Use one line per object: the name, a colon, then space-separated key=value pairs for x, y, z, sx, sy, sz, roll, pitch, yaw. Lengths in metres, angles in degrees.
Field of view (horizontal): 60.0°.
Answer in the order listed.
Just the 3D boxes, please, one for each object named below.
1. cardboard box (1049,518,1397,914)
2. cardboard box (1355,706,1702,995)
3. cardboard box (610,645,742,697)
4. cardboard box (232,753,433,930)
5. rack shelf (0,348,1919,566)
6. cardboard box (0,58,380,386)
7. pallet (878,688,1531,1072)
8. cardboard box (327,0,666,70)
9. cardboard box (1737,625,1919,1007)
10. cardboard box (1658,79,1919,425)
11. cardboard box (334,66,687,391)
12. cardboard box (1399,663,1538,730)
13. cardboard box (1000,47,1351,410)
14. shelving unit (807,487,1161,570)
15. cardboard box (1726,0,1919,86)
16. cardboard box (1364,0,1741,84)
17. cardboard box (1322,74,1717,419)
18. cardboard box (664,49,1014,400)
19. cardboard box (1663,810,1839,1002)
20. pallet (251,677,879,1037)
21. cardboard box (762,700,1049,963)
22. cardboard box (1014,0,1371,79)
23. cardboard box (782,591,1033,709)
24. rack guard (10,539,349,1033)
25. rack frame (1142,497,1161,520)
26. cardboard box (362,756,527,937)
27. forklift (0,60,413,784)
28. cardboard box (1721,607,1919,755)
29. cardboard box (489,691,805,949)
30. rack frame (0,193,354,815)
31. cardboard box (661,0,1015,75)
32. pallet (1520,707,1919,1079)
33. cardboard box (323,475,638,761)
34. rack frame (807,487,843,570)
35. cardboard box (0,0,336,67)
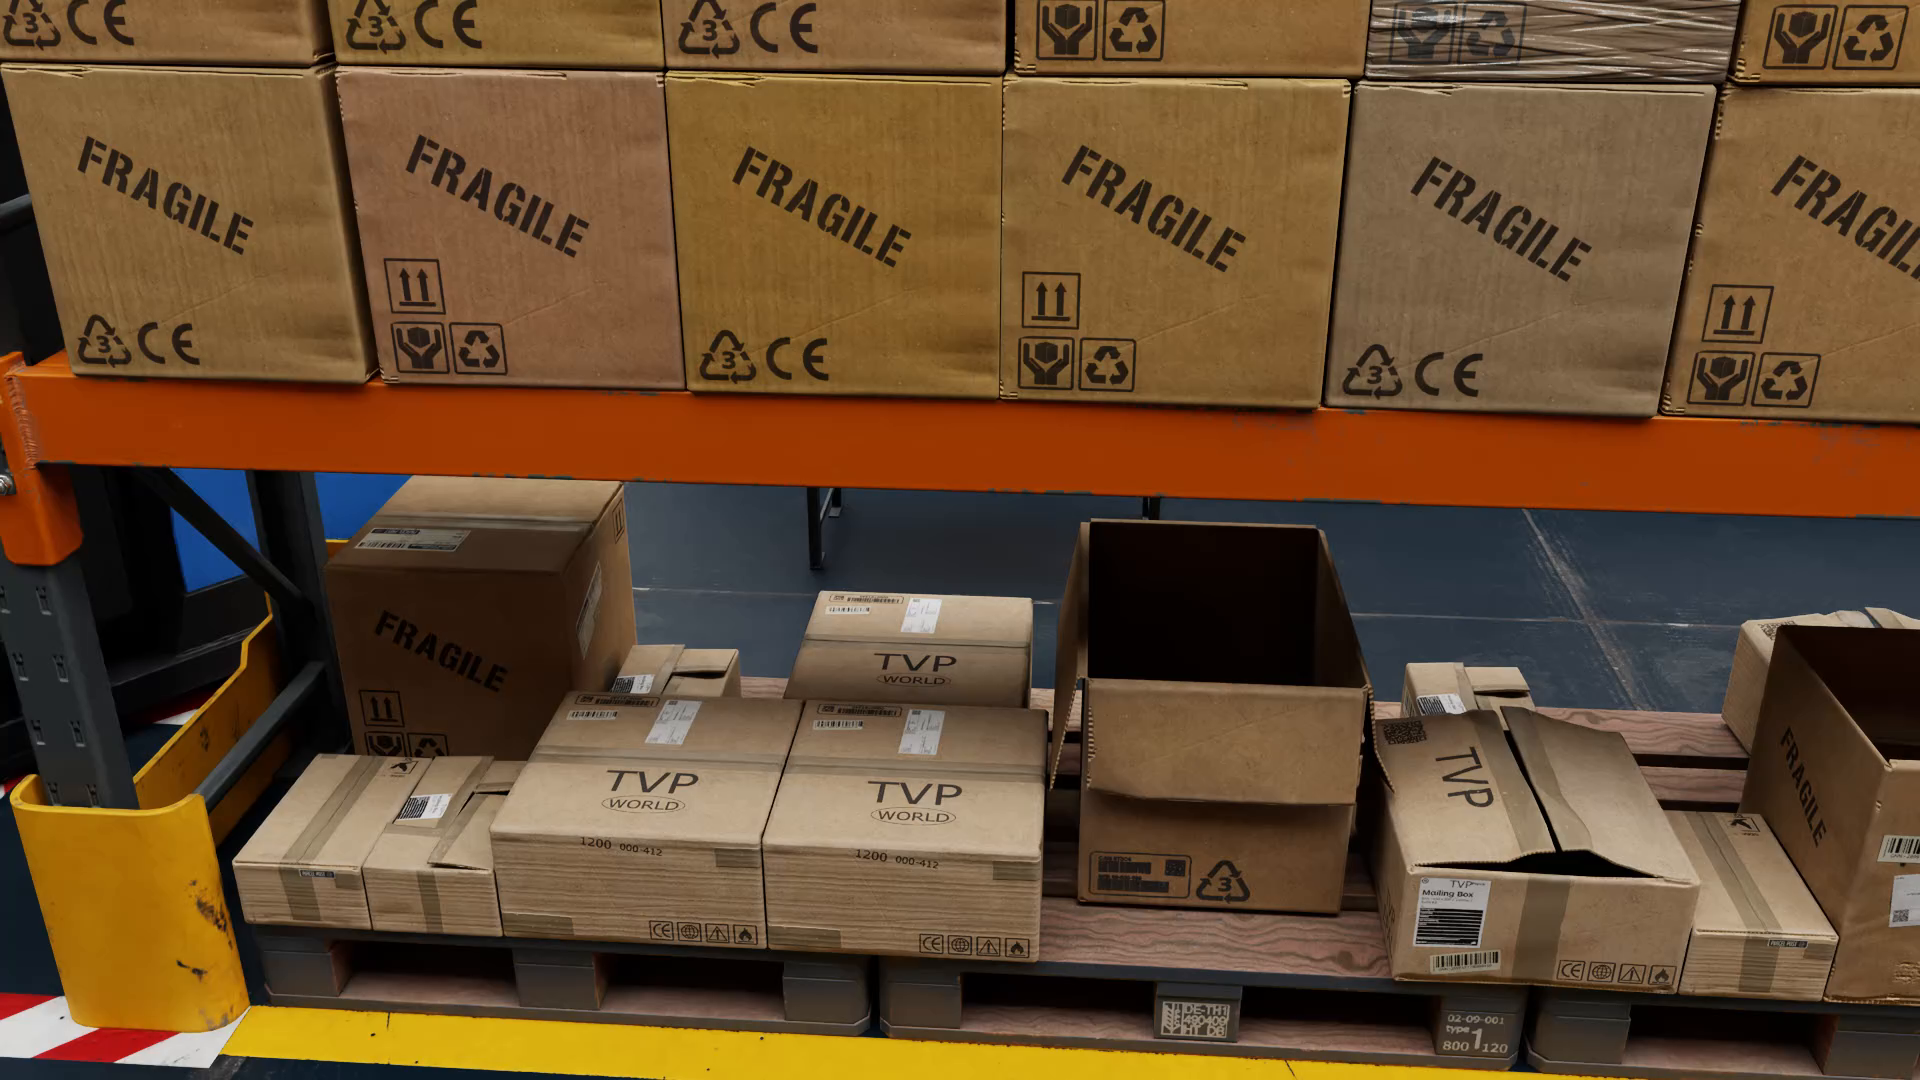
cardboard box: x=0.510 y=0.338 z=3.386 sx=0.637 sy=0.503 sz=0.797 roll=2 pitch=25 yaw=4
cardboard box: x=1.046 y=0.560 z=3.136 sx=0.500 sy=0.311 sz=0.500 roll=2 pitch=25 yaw=4
cardboard box: x=-0.647 y=0.387 z=3.685 sx=0.250 sy=0.166 sz=0.380 roll=2 pitch=25 yaw=4
cardboard box: x=-1.214 y=0.586 z=3.272 sx=0.250 sy=0.149 sz=0.380 roll=2 pitch=25 yaw=4
rack shelf: x=0.389 y=-0.275 z=3.120 sx=4.000 sy=0.370 sz=1.077 roll=2 pitch=25 yaw=4
cardboard box: x=-1.182 y=-0.587 z=2.818 sx=0.500 sy=0.500 sz=0.500 roll=2 pitch=25 yaw=5
pallet: x=0.479 y=0.669 z=3.545 sx=1.213 sy=0.211 sz=1.003 roll=2 pitch=25 yaw=4
cardboard box: x=-0.661 y=-1.028 z=2.580 sx=0.500 sy=0.500 sz=0.500 roll=2 pitch=25 yaw=5
cardboard box: x=1.794 y=0.498 z=3.044 sx=0.500 sy=0.500 sz=0.500 roll=2 pitch=25 yaw=4
cardboard box: x=1.351 y=-0.508 z=2.647 sx=0.500 sy=0.500 sz=0.500 roll=3 pitch=25 yaw=5
cardboard box: x=-0.668 y=-0.573 z=2.787 sx=0.500 sy=0.500 sz=0.500 roll=2 pitch=25 yaw=3
cardboard box: x=1.118 y=0.422 z=3.607 sx=0.250 sy=0.166 sz=0.380 roll=2 pitch=25 yaw=4
cardboard box: x=0.331 y=-0.539 z=2.713 sx=0.500 sy=0.500 sz=0.500 roll=2 pitch=25 yaw=5
shelving unit: x=0.085 y=-0.679 z=4.931 sx=1.048 sy=1.500 sz=0.538 roll=2 pitch=25 yaw=4
cardboard box: x=1.349 y=-0.961 z=2.435 sx=0.500 sy=0.500 sz=0.500 roll=1 pitch=25 yaw=3
cardboard box: x=0.846 y=-0.977 z=2.470 sx=0.500 sy=0.500 sz=0.500 roll=2 pitch=25 yaw=4
cardboard box: x=0.839 y=-0.524 z=2.680 sx=0.500 sy=0.500 sz=0.500 roll=2 pitch=25 yaw=5
cardboard box: x=-0.167 y=-0.556 z=2.750 sx=0.500 sy=0.500 sz=0.500 roll=2 pitch=25 yaw=4
cardboard box: x=1.415 y=0.670 z=3.089 sx=0.250 sy=0.149 sz=0.380 roll=2 pitch=25 yaw=4
pallet: x=-0.734 y=0.629 z=3.632 sx=1.213 sy=0.211 sz=1.003 roll=2 pitch=25 yaw=4
cardboard box: x=-0.087 y=0.551 z=3.227 sx=0.500 sy=0.250 sz=0.500 roll=2 pitch=25 yaw=4
cardboard box: x=0.344 y=-0.994 z=2.506 sx=0.500 sy=0.500 sz=0.500 roll=2 pitch=25 yaw=4
cardboard box: x=-0.099 y=0.341 z=3.684 sx=0.500 sy=0.250 sz=0.500 roll=2 pitch=25 yaw=4
rack guard: x=-1.529 y=0.472 z=3.626 sx=0.348 sy=0.500 sz=1.175 roll=2 pitch=25 yaw=4
rack frame: x=0.592 y=-0.662 z=4.895 sx=0.032 sy=1.500 sz=0.500 roll=2 pitch=25 yaw=4
cardboard box: x=-0.964 y=0.586 z=3.251 sx=0.250 sy=0.166 sz=0.380 roll=2 pitch=25 yaw=4
forklift: x=-2.640 y=-0.917 z=3.738 sx=1.130 sy=2.935 sz=3.031 roll=21 pitch=32 yaw=37
cardboard box: x=1.982 y=0.380 z=3.526 sx=0.500 sy=0.311 sz=0.500 roll=2 pitch=25 yaw=4
cardboard box: x=-0.586 y=0.535 z=3.262 sx=0.500 sy=0.250 sz=0.500 roll=2 pitch=25 yaw=4
rack frame: x=-1.605 y=-0.666 z=3.109 sx=0.127 sy=3.000 sz=1.000 roll=2 pitch=25 yaw=4
cardboard box: x=-0.162 y=-1.010 z=2.540 sx=0.500 sy=0.500 sz=0.500 roll=2 pitch=25 yaw=5
pallet: x=1.699 y=0.707 z=3.462 sx=1.213 sy=0.211 sz=1.003 roll=2 pitch=25 yaw=4
cardboard box: x=-1.044 y=0.185 z=3.725 sx=0.500 sy=0.500 sz=0.500 roll=2 pitch=25 yaw=4
rack frame: x=-0.422 y=-0.695 z=4.966 sx=0.032 sy=1.500 sz=0.500 roll=2 pitch=25 yaw=4
cardboard box: x=-1.182 y=-1.041 z=2.609 sx=0.500 sy=0.500 sz=0.500 roll=3 pitch=25 yaw=6
